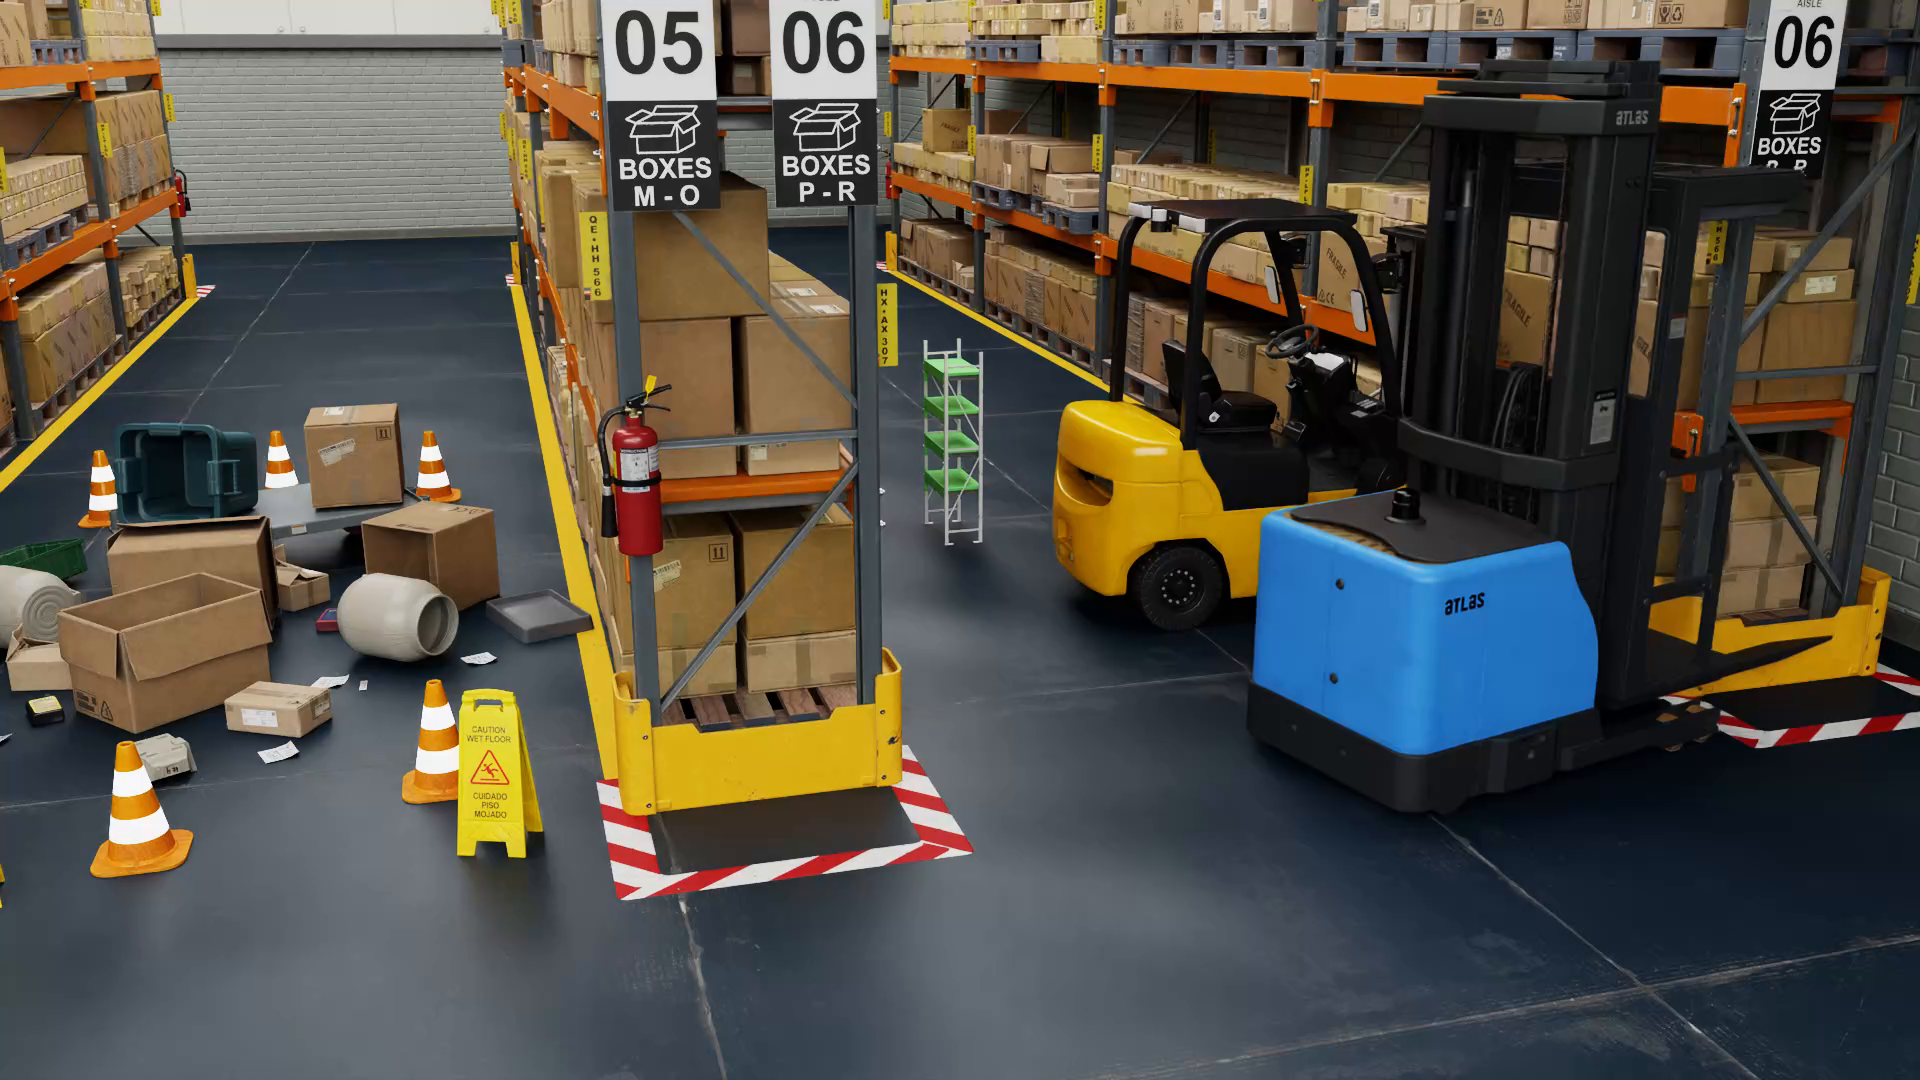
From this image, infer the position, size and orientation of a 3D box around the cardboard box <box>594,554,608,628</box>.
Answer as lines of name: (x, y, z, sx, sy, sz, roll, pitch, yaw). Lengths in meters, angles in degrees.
cardboard box: (-1.582, 0.237, 8.498, 0.500, 0.250, 0.500, -5, 18, -17)

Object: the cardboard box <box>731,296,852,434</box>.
cardboard box: (-0.681, -0.731, 6.982, 0.500, 0.500, 0.500, -5, 17, -16)

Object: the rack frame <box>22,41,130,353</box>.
rack frame: (-8.847, -3.288, 16.184, 1.000, 3.000, 0.127, -5, 17, -15)

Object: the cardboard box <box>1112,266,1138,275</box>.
cardboard box: (1.719, -2.616, 16.435, 0.380, 0.149, 0.250, -4, 17, -15)

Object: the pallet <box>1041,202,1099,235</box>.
pallet: (1.502, -3.085, 15.840, 1.213, 0.211, 1.003, -5, 17, -15)

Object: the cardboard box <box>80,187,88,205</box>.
cardboard box: (-8.547, -3.275, 15.847, 0.380, 0.149, 0.250, -5, 17, -17)

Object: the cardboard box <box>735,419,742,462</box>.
cardboard box: (-0.795, -0.447, 7.162, 0.380, 0.149, 0.250, -4, 17, -14)

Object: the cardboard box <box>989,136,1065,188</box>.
cardboard box: (0.717, -4.055, 17.834, 0.700, 0.500, 0.500, -5, 17, -15)

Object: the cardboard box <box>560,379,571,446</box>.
cardboard box: (-2.457, -0.973, 12.314, 0.950, 0.372, 0.625, -4, 17, -13)

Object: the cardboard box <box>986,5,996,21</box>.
cardboard box: (0.487, -5.550, 17.515, 0.380, 0.149, 0.250, -5, 17, -16)

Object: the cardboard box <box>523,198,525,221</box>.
cardboard box: (-3.979, -3.207, 16.175, 0.500, 0.250, 0.500, -5, 17, -16)

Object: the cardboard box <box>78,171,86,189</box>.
cardboard box: (-8.548, -3.417, 15.803, 0.380, 0.149, 0.250, -4, 17, -14)

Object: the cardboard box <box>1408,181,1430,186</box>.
cardboard box: (3.233, -2.325, 11.158, 0.380, 0.149, 0.250, -5, 17, -15)

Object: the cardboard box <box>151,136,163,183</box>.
cardboard box: (-9.439, -4.338, 18.989, 0.500, 0.500, 0.500, -5, 17, -16)

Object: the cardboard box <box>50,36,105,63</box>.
cardboard box: (-8.720, -4.802, 16.270, 0.500, 0.250, 0.500, -4, 17, -12)

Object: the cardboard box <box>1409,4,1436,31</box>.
cardboard box: (2.897, -3.093, 9.852, 0.380, 0.149, 0.250, -4, 17, -14)

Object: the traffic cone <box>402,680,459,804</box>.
traffic cone: (-2.176, 0.810, 6.952, 0.336, 0.463, 0.334, -5, 17, -15)

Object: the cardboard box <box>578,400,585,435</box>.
cardboard box: (-1.895, -0.683, 9.129, 0.380, 0.149, 0.250, -4, 17, -13)

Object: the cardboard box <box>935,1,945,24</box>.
cardboard box: (0.007, -6.249, 19.701, 0.500, 0.250, 0.500, -4, 17, -14)

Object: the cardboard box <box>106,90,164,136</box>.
cardboard box: (-9.581, -4.957, 19.311, 0.500, 0.500, 0.500, -5, 17, -16)

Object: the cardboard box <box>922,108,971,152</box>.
cardboard box: (-0.165, -5.075, 20.575, 0.500, 0.500, 0.500, -4, 17, -14)

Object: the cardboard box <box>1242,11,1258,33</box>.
cardboard box: (2.261, -3.733, 11.986, 0.380, 0.149, 0.250, -5, 17, -15)

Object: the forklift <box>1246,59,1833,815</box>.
forklift: (2.806, -0.590, 7.323, 3.031, 2.935, 1.130, -10, 19, -29)

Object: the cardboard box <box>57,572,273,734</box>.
cardboard box: (-3.734, 0.522, 7.840, 0.637, 0.503, 0.797, 11, 20, 32)

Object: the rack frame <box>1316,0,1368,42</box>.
rack frame: (2.855, -4.761, 10.660, 1.000, 3.000, 0.127, -5, 17, -15)

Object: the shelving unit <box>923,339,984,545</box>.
shelving unit: (-0.046, -0.620, 10.432, 0.258, 1.200, 0.503, -5, 17, -15)

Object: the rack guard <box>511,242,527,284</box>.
rack guard: (-5.221, -3.623, 21.645, 1.175, 0.500, 0.348, -5, 17, -15)

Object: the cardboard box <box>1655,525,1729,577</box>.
cardboard box: (3.520, -0.015, 8.469, 0.500, 0.250, 0.500, -5, 17, -16)

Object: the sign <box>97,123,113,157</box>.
sign: (-8.314, -3.888, 16.167, 0.100, 0.325, 0.005, -5, 17, -15)

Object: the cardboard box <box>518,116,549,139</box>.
cardboard box: (-3.969, -3.812, 16.018, 0.500, 0.500, 0.500, -5, 17, -17)

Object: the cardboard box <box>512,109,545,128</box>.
cardboard box: (-4.510, -4.343, 17.784, 0.500, 0.500, 0.500, -5, 17, -16)

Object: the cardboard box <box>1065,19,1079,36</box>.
cardboard box: (1.216, -4.842, 15.713, 0.380, 0.149, 0.250, -5, 17, -15)

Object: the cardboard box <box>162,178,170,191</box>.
cardboard box: (-9.585, -4.206, 19.678, 0.380, 0.149, 0.250, -5, 17, -15)

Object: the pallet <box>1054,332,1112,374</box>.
pallet: (1.587, -1.868, 16.305, 1.003, 0.211, 1.213, -5, 17, -15)

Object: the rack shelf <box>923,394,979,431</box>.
rack shelf: (-0.046, -0.789, 10.381, 0.258, 0.148, 0.480, -5, 17, -15)

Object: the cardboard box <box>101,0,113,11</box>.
cardboard box: (-9.009, -5.550, 17.200, 0.380, 0.149, 0.250, -4, 17, -12)

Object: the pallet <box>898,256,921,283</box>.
pallet: (-0.202, -3.630, 22.171, 1.003, 0.211, 1.213, -5, 17, -15)

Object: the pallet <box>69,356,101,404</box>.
pallet: (-8.293, -1.399, 14.744, 1.003, 0.211, 1.213, -5, 17, -15)

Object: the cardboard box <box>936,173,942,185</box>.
cardboard box: (-0.081, -4.477, 20.579, 0.380, 0.149, 0.250, -5, 17, -15)

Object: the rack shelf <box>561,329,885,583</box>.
rack shelf: (-1.367, -0.597, 8.475, 1.077, 0.370, 4.000, -5, 17, -15)

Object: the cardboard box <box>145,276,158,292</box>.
cardboard box: (-9.073, -2.817, 18.325, 0.380, 0.149, 0.250, -5, 17, -15)

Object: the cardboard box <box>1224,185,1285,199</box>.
cardboard box: (2.231, -2.605, 12.609, 0.380, 0.149, 0.250, -5, 17, -17)

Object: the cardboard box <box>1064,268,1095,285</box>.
cardboard box: (1.242, -2.575, 16.298, 0.380, 0.149, 0.250, -5, 18, -17)

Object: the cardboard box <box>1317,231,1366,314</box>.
cardboard box: (2.726, -1.793, 11.032, 0.500, 0.500, 0.500, -5, 17, -17)

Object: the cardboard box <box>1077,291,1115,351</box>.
cardboard box: (1.433, -2.098, 15.839, 0.500, 0.500, 0.500, -4, 17, -14)

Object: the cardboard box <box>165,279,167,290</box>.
cardboard box: (-9.443, -2.958, 19.312, 0.380, 0.149, 0.250, -5, 17, -16)

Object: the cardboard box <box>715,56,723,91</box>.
cardboard box: (-0.886, -2.030, 7.218, 0.380, 0.149, 0.250, -5, 17, -16)

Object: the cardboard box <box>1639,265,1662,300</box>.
cardboard box: (3.491, -1.282, 8.205, 0.380, 0.149, 0.250, -4, 17, -14)

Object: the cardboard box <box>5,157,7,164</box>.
cardboard box: (-9.181, -3.509, 15.591, 0.380, 0.149, 0.250, -4, 17, -12)

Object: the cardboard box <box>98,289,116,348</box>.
cardboard box: (-8.401, -2.107, 15.868, 0.500, 0.500, 0.500, -5, 17, -16)

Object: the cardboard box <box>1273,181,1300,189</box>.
cardboard box: (2.665, -2.718, 12.984, 0.380, 0.149, 0.250, -5, 17, -16)

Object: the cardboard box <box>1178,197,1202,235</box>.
cardboard box: (2.070, -2.596, 13.272, 0.500, 0.250, 0.500, -4, 17, -14)

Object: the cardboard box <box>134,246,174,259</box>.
cardboard box: (-9.557, -3.389, 19.711, 0.380, 0.149, 0.250, -4, 17, -15)
